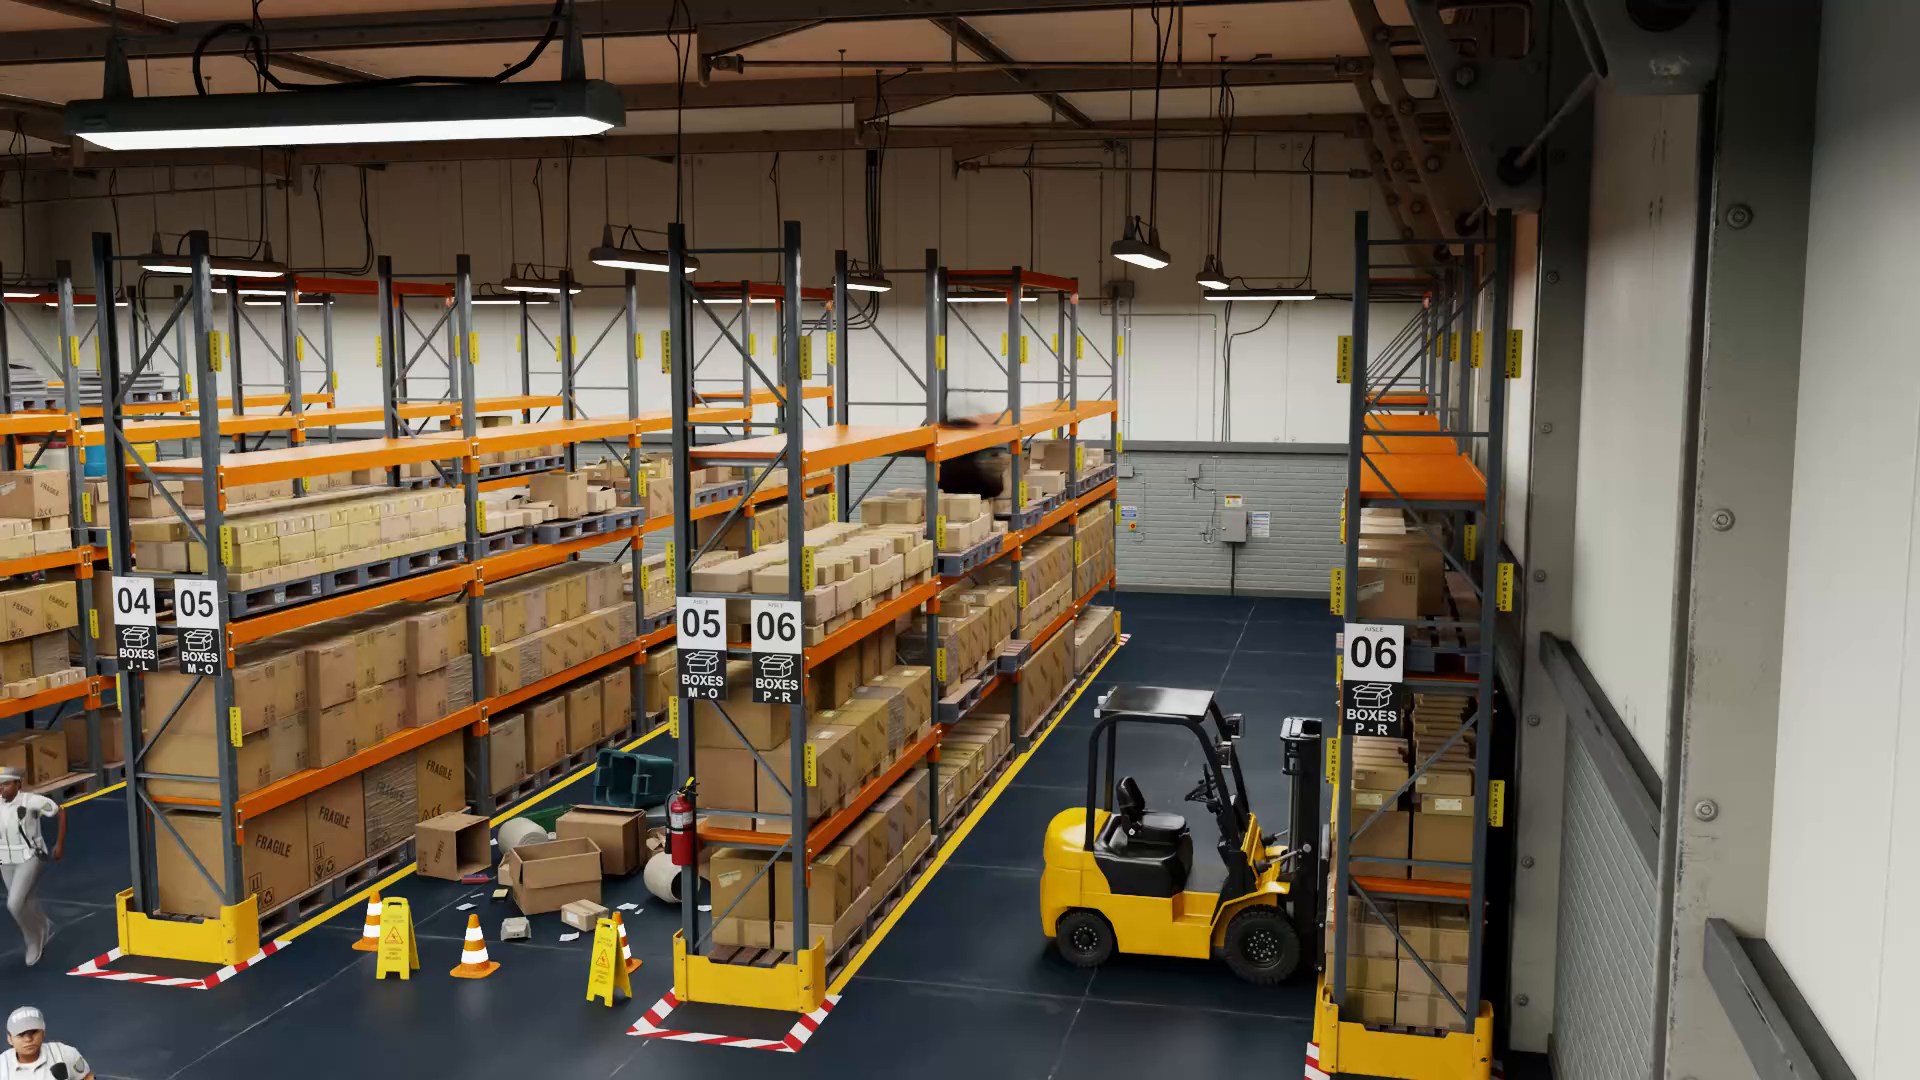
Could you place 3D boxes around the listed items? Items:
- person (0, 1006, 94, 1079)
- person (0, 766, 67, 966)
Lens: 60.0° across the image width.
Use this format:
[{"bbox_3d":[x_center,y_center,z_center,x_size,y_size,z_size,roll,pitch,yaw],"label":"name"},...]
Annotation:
[{"bbox_3d":[-4.890,3.286,8.837,0.595,1.623,0.545,-5,8,-33],"label":"person"},{"bbox_3d":[-7.781,2.667,13.790,0.588,1.684,0.771,1,7,6],"label":"person"}]
